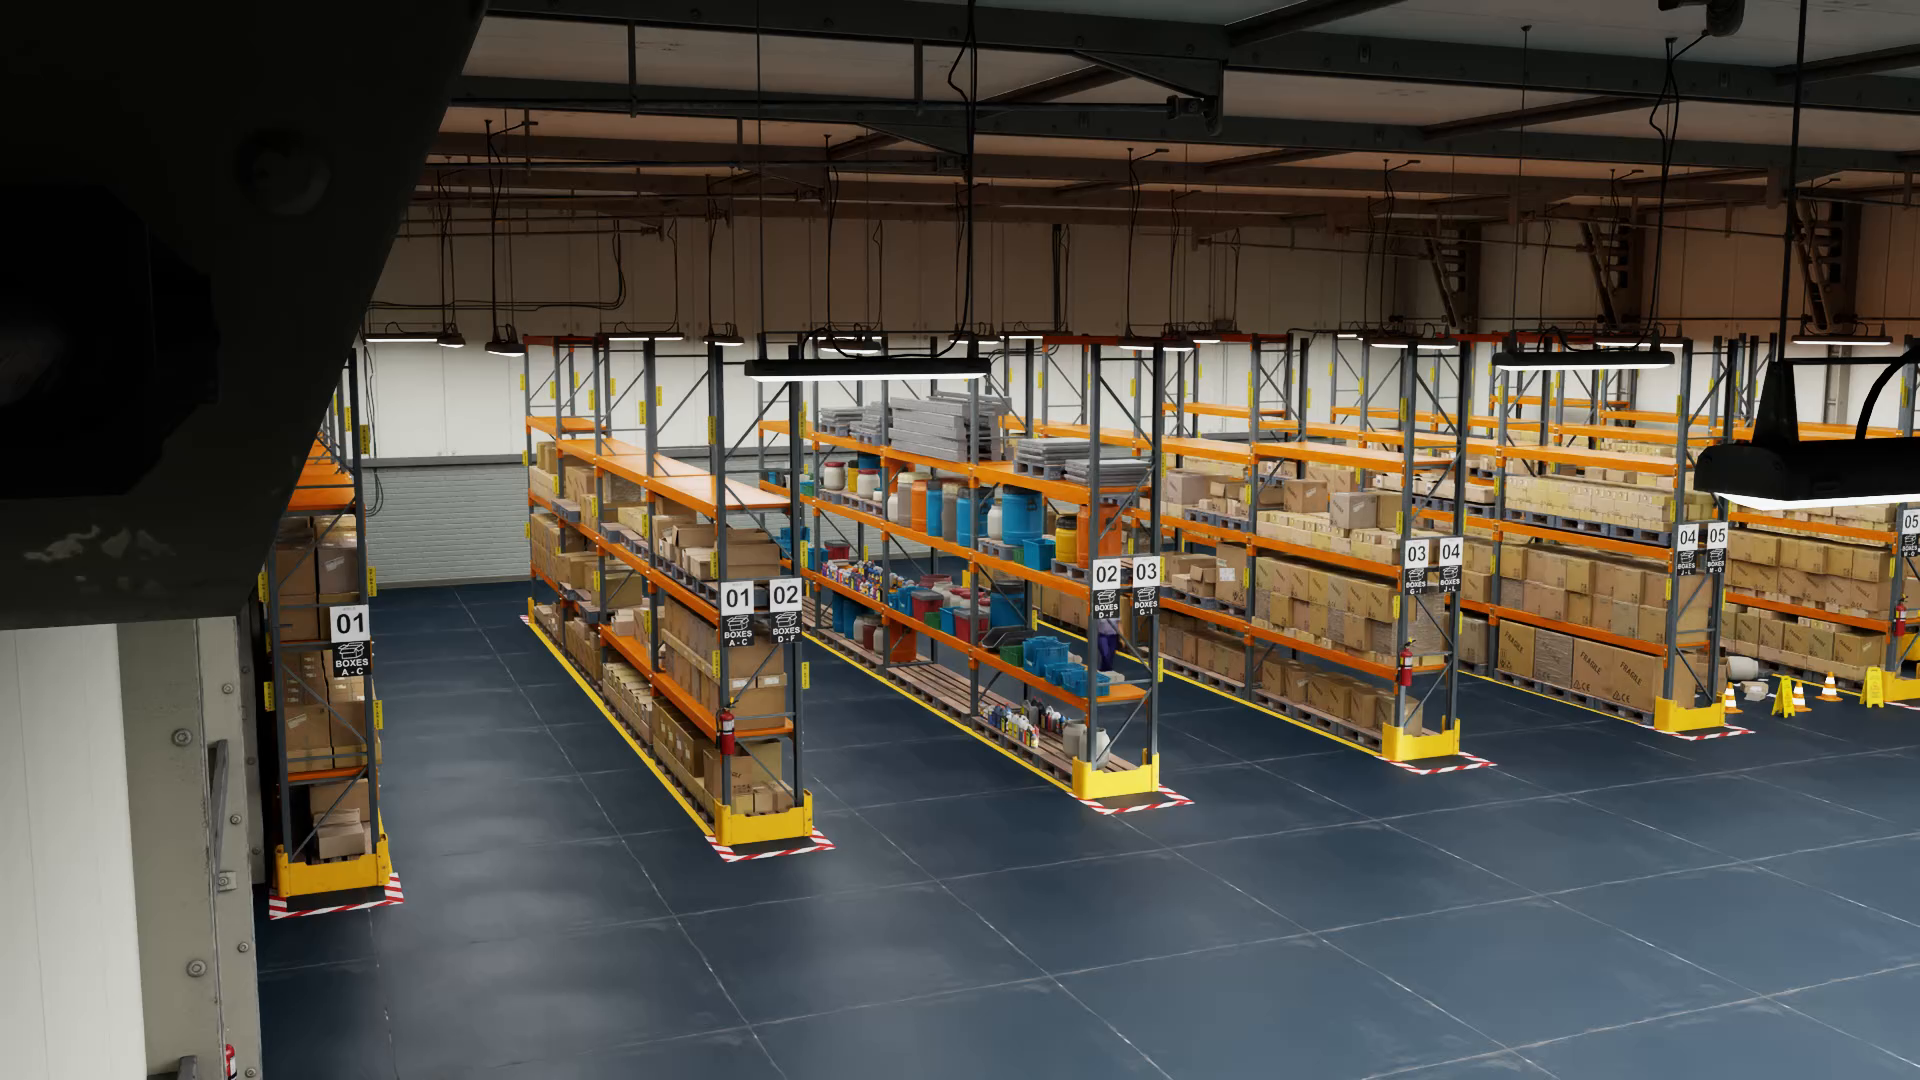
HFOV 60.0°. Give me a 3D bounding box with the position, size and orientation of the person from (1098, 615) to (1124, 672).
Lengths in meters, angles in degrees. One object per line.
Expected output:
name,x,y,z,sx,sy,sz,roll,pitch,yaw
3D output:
person,2.514,1.690,28.009,0.508,1.589,0.954,-3,8,-20

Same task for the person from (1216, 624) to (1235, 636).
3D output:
person,5.140,1.171,32.272,0.607,1.775,0.591,-1,8,-9

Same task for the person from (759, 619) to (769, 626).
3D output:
person,-3.961,1.022,33.678,0.544,1.649,0.961,-2,8,-13
